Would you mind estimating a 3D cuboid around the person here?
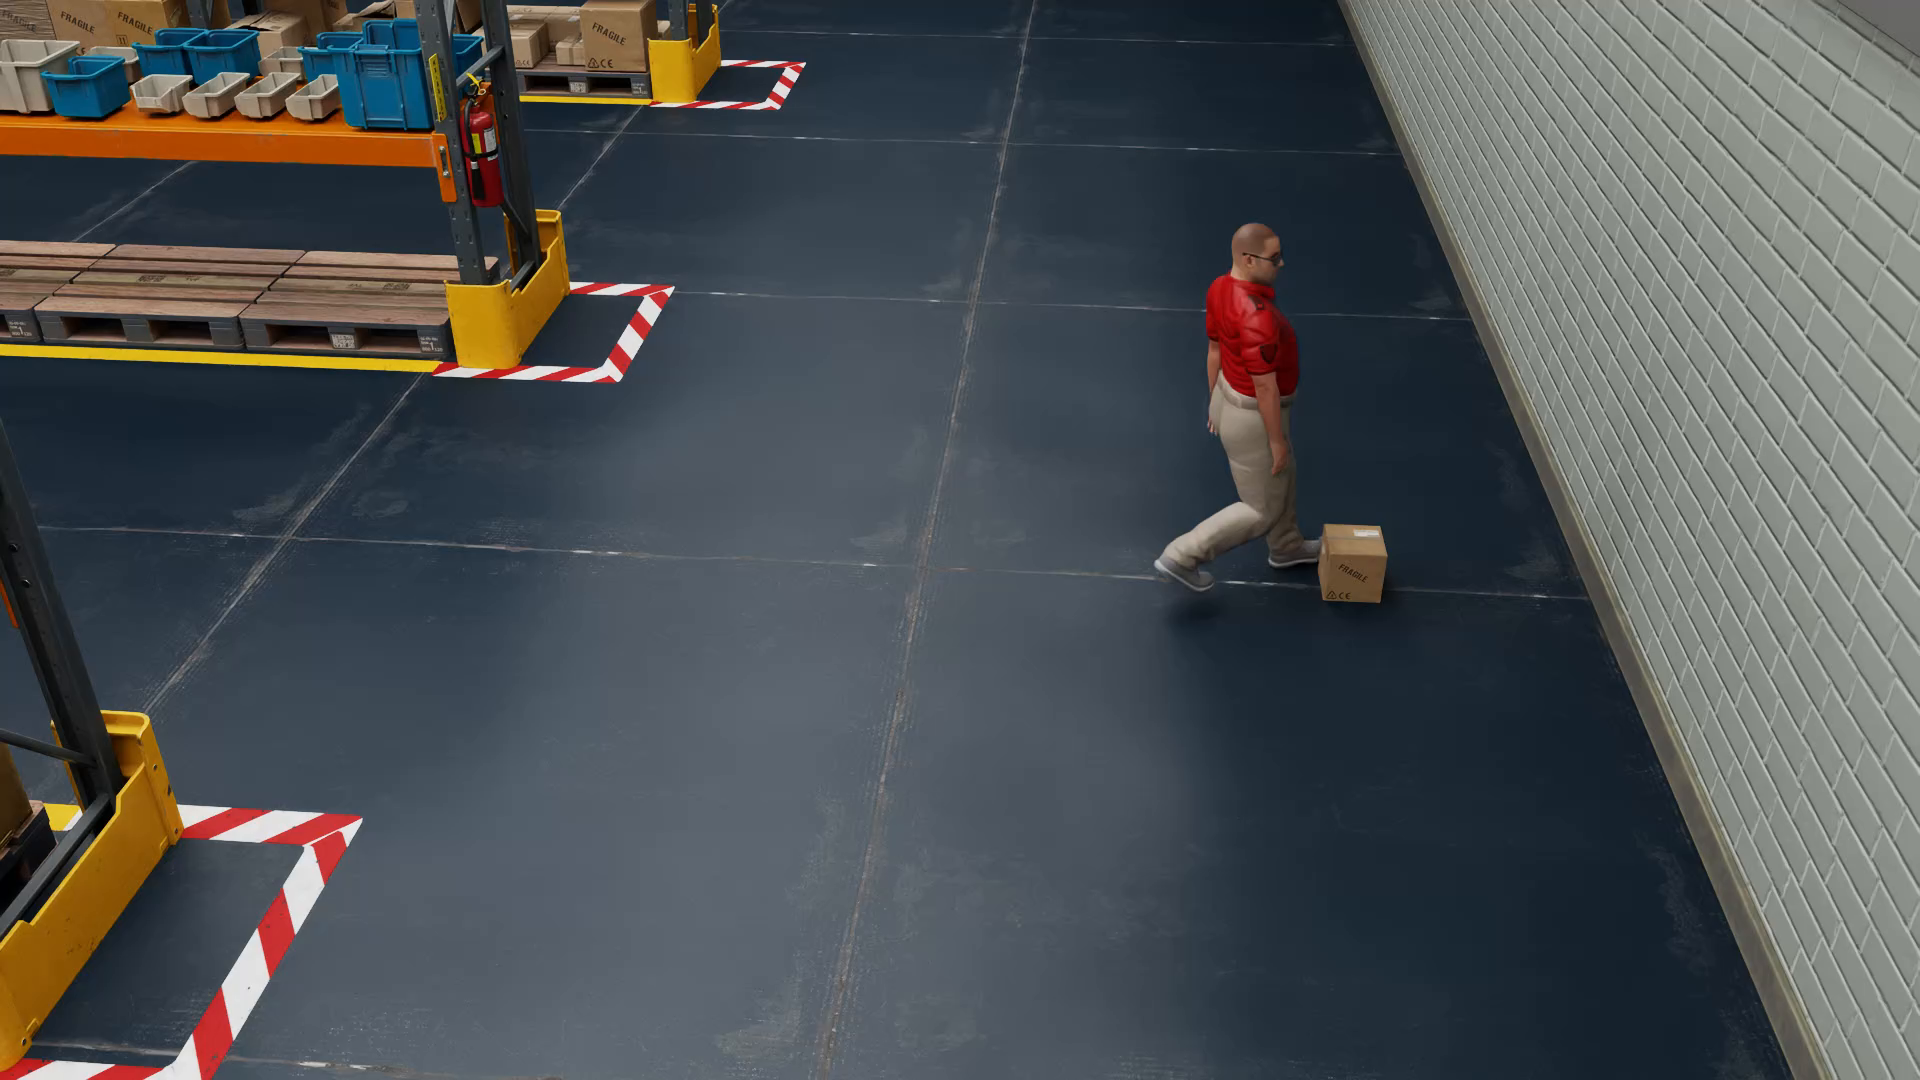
[{"bbox_3d":[1.281,-0.536,7.054,0.951,1.681,0.555,-5,32,-8],"label":"person"}]
